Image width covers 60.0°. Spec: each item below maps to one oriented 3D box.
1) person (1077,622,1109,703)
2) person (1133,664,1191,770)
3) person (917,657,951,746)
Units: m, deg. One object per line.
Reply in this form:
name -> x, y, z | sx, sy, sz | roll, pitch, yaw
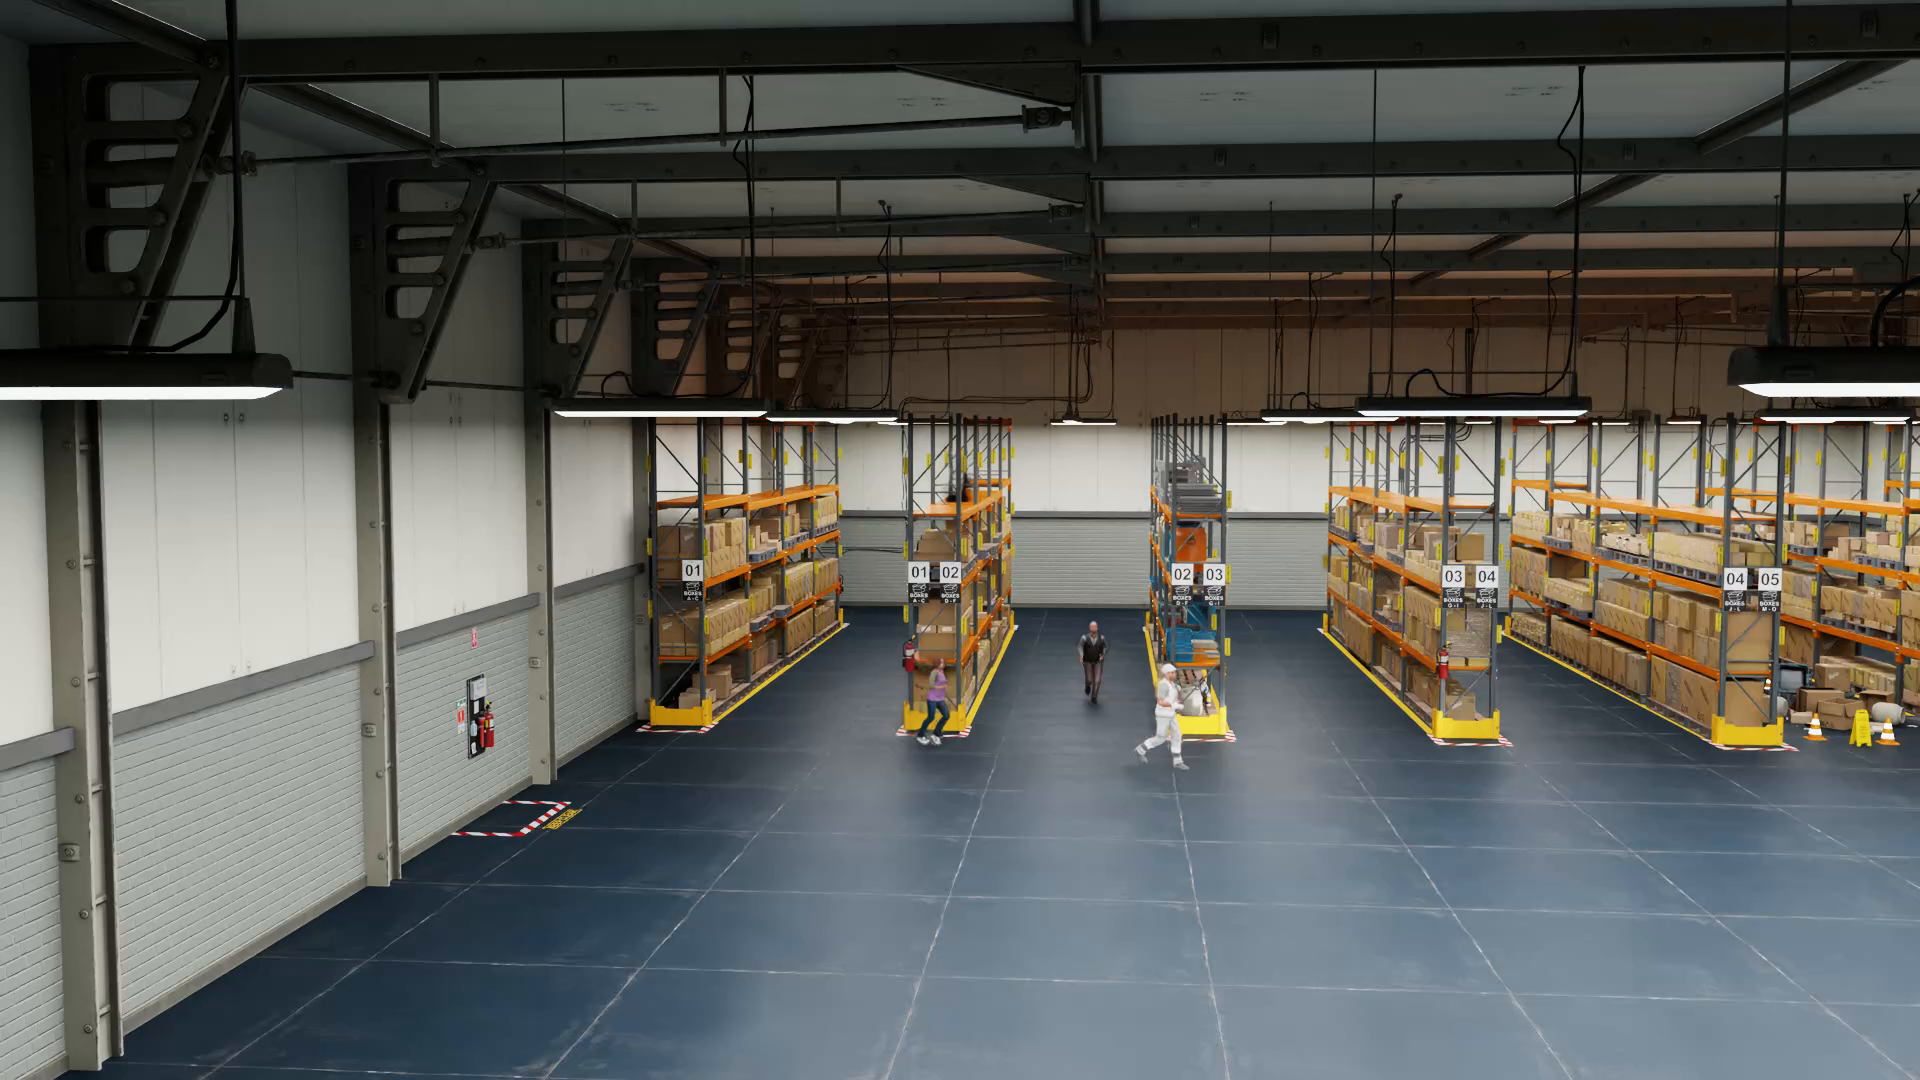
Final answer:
person -> 2.787, 2.554, 34.775 | 0.660, 1.683, 0.585 | 0, 4, -1
person -> 3.400, 2.949, 27.857 | 0.976, 1.778, 0.634 | 2, 4, 26
person -> -0.416, 2.916, 30.040 | 0.669, 1.616, 0.537 | 2, 4, 31
